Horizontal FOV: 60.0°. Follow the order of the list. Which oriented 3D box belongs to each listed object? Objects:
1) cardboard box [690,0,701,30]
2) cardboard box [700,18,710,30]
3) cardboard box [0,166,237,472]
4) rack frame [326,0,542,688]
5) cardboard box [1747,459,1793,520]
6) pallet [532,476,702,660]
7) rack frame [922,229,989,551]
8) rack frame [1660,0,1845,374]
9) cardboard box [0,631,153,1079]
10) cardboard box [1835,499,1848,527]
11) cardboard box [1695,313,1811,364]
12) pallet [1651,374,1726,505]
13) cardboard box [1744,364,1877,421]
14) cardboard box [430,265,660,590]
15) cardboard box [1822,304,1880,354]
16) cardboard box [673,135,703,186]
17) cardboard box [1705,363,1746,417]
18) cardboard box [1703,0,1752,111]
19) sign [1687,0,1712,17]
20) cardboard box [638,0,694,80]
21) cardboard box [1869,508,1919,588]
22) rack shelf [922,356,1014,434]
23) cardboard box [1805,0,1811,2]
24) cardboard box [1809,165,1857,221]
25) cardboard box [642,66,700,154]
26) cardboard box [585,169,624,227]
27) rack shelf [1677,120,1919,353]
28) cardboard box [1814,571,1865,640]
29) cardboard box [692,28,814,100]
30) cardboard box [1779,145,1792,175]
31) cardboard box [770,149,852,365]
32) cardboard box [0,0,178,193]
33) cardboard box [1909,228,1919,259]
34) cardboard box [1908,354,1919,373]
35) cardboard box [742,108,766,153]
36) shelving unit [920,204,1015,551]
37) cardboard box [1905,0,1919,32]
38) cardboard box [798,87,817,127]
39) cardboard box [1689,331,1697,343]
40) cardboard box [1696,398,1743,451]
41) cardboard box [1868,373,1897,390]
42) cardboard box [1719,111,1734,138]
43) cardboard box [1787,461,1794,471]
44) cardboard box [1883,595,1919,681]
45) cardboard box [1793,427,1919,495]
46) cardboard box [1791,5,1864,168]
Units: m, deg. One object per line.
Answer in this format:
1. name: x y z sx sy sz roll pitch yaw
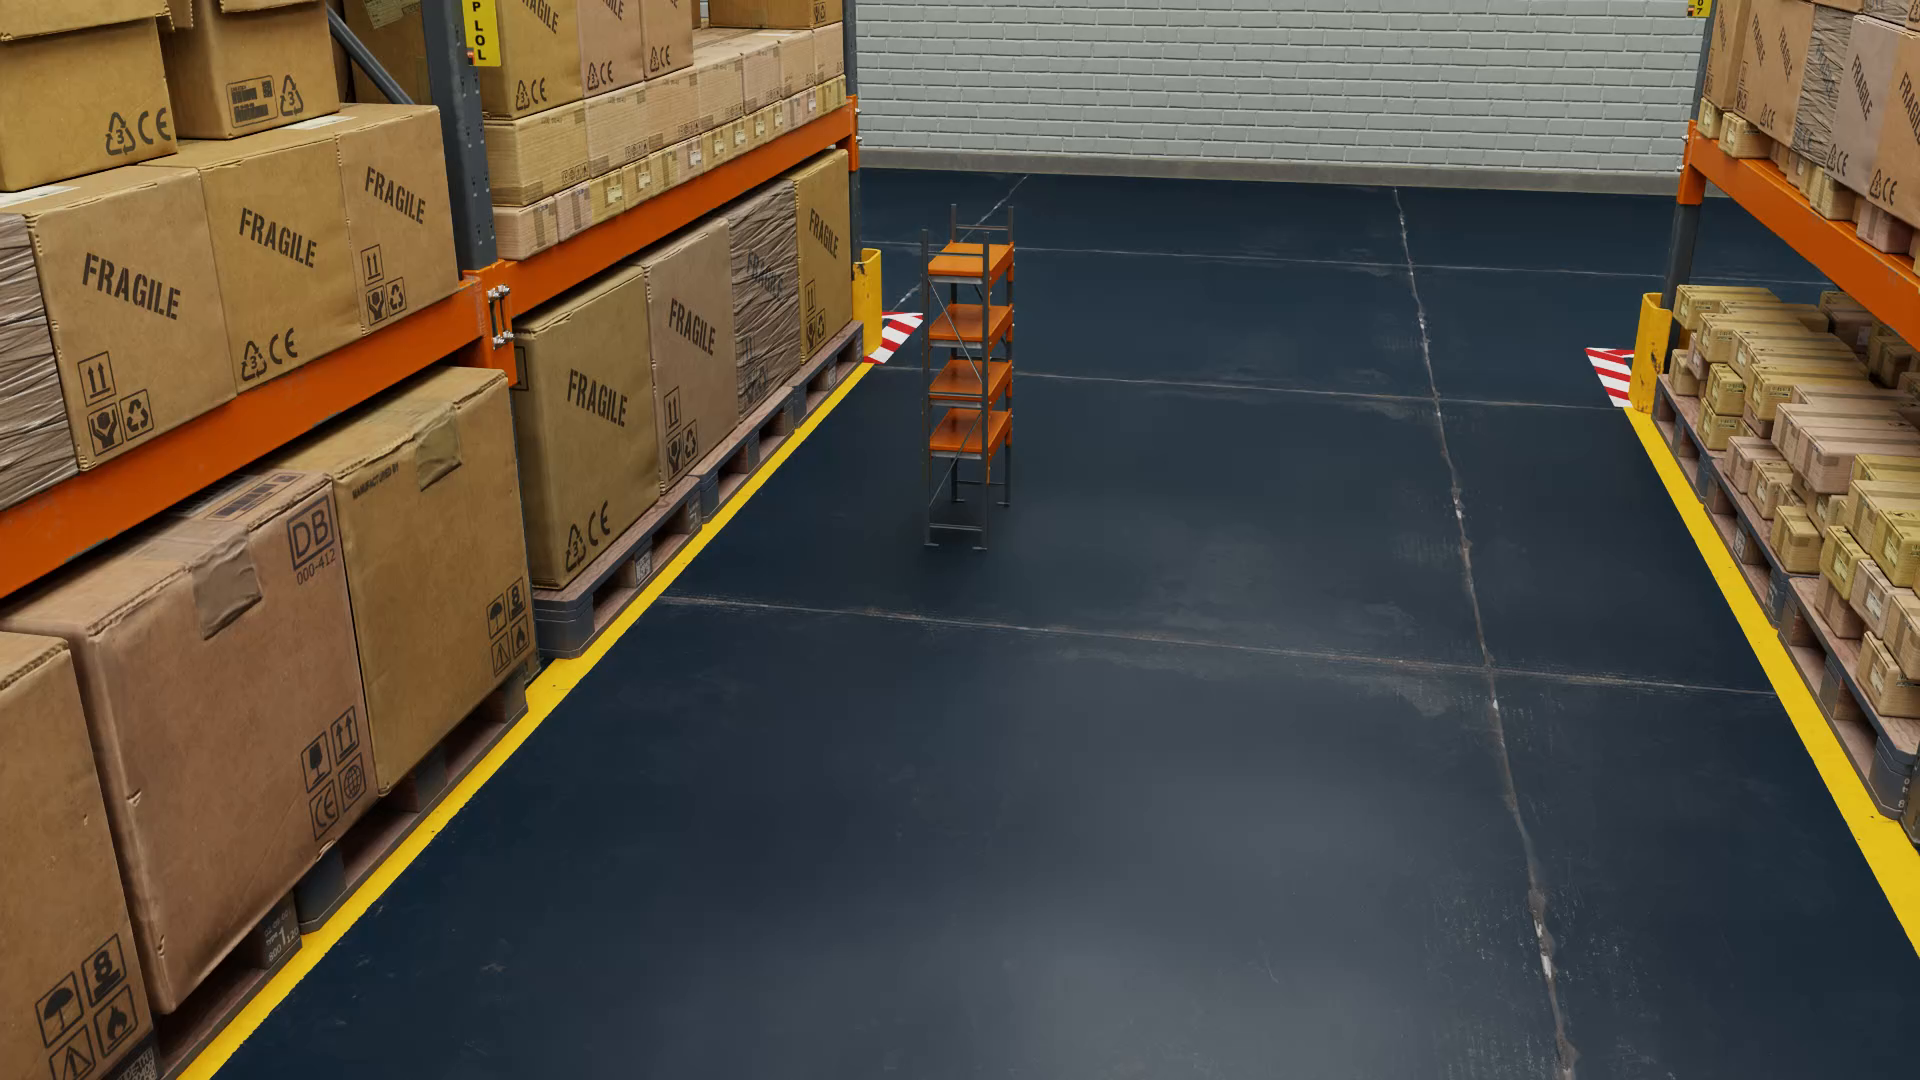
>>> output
1. cardboard box: -1.485 -2.527 7.412 0.500 0.500 0.500 4 22 10
2. cardboard box: -1.383 -2.362 8.007 0.500 0.250 0.500 4 22 9
3. cardboard box: -1.873 -0.468 3.368 0.500 0.500 0.500 4 22 10
4. rack frame: -1.837 -0.986 4.787 1.000 3.000 0.127 4 22 11
5. cardboard box: 3.091 -0.172 6.020 0.380 0.149 0.250 4 22 11
6. pallet: -1.605 0.035 5.983 1.003 0.211 1.213 4 22 11
7. rack frame: -0.016 -0.528 6.058 0.240 1.200 0.015 4 22 11
8. rack frame: 3.814 -2.034 7.388 1.000 3.000 0.127 4 22 11
9. cardboard box: -2.303 0.691 2.903 1.225 0.875 0.875 5 22 11
10. cardboard box: 2.979 -0.004 5.205 0.380 0.149 0.250 5 22 11
11. cardboard box: 3.259 -0.824 6.842 0.380 0.149 0.250 4 22 11
12. pallet: 3.598 -0.418 7.109 1.003 0.211 1.213 4 22 11
13. cardboard box: 3.126 -0.534 6.121 0.380 0.149 0.250 5 22 12
14. cardboard box: -1.624 -0.430 5.689 0.875 0.875 0.875 4 22 11
15. cardboard box: 3.847 -0.882 6.985 0.380 0.149 0.250 5 22 12
16. cardboard box: -1.187 -1.426 6.216 0.380 0.149 0.250 5 22 12
17. cardboard box: 3.223 -0.594 6.670 0.380 0.149 0.250 5 23 13
18. cardboard box: 3.452 -2.075 6.959 0.500 0.500 0.500 6 23 13
19. sign: 3.283 -2.477 7.329 0.100 0.325 0.005 4 22 11
20. cardboard box: -1.279 -1.928 5.924 0.500 0.500 0.500 4 22 9
21. cardboard box: 2.829 0.034 4.711 0.380 0.149 0.250 5 22 12
22. rack shelf: 0.034 -0.555 6.305 0.258 0.148 0.480 4 22 11
23. cardboard box: 3.238 -2.164 5.842 0.500 0.500 0.500 4 22 10
24. cardboard box: 3.076 -1.154 5.540 0.380 0.149 0.250 5 22 12
25. cardboard box: -1.278 -1.578 6.058 0.500 0.250 0.500 5 22 12
26. cardboard box: -1.344 -1.145 5.517 0.380 0.149 0.250 5 23 13
27. rack shelf: 3.406 -0.969 5.706 1.077 0.370 4.000 4 22 11
28. cardboard box: 2.870 0.197 5.103 0.380 0.149 0.250 4 22 9
29. cardboard box: -0.964 -2.134 7.440 0.500 0.250 0.500 4 22 10
30. cardboard box: 3.311 -1.431 6.227 0.380 0.149 0.250 4 22 10
31. cardboard box: -1.073 -1.418 8.141 0.875 0.875 0.875 4 22 11
32. cardboard box: -2.111 -1.013 3.378 0.797 0.503 0.637 5 22 12
33. cardboard box: 3.006 -0.861 4.814 0.380 0.149 0.250 4 22 9
34. cardboard box: 3.803 -0.585 6.248 0.380 0.149 0.250 5 23 13
35. cardboard box: -1.030 -1.708 6.917 0.380 0.149 0.250 5 22 11
36. shelving unit: 0.034 -0.617 6.280 0.258 1.200 0.503 4 22 11
37. cardboard box: 2.930 -1.601 4.443 0.500 0.500 0.500 4 22 9
38. cardboard box: -0.875 -1.990 7.615 0.380 0.149 0.250 5 22 11
39. cardboard box: 3.456 -0.872 7.360 0.380 0.149 0.250 5 23 13
40. cardboard box: 3.217 -0.460 6.736 0.380 0.149 0.250 5 22 12
41. cardboard box: 3.726 -0.549 6.557 0.380 0.149 0.250 4 22 10
42. cardboard box: 3.416 -1.728 6.964 0.380 0.149 0.250 5 23 13
43. cardboard box: 3.182 -0.290 5.914 0.380 0.149 0.250 6 23 13
44. cardboard box: 2.751 0.279 4.501 0.380 0.149 0.250 5 22 12
45. cardboard box: 2.967 -0.252 5.422 0.380 0.149 0.250 3 22 8
46. cardboard box: 3.158 -1.512 5.561 0.500 0.500 0.500 4 22 10
